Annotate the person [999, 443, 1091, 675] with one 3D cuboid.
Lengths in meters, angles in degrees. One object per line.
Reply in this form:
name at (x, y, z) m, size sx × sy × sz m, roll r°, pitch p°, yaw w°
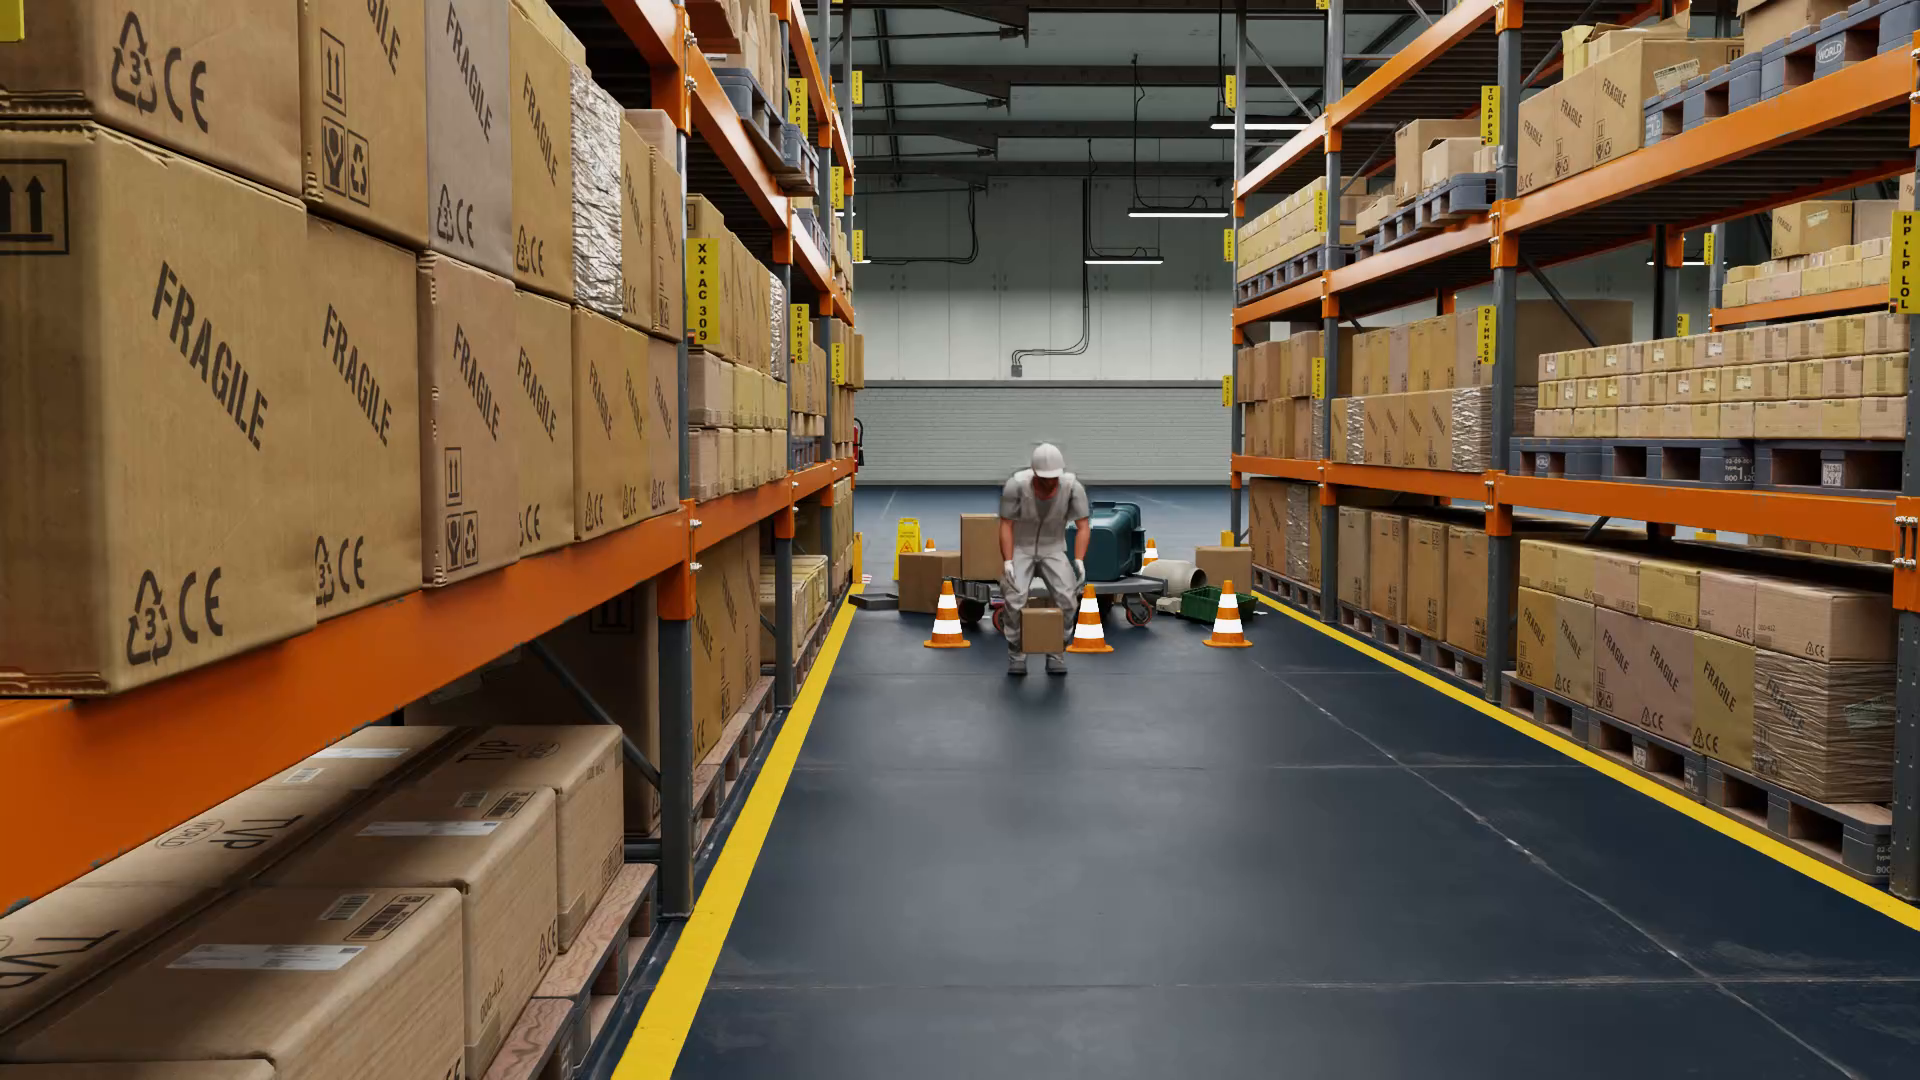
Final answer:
person at (0.534, 0.120, 10.580) m, size 0.582 × 1.472 × 0.730 m, roll 0°, pitch 4°, yaw -1°
